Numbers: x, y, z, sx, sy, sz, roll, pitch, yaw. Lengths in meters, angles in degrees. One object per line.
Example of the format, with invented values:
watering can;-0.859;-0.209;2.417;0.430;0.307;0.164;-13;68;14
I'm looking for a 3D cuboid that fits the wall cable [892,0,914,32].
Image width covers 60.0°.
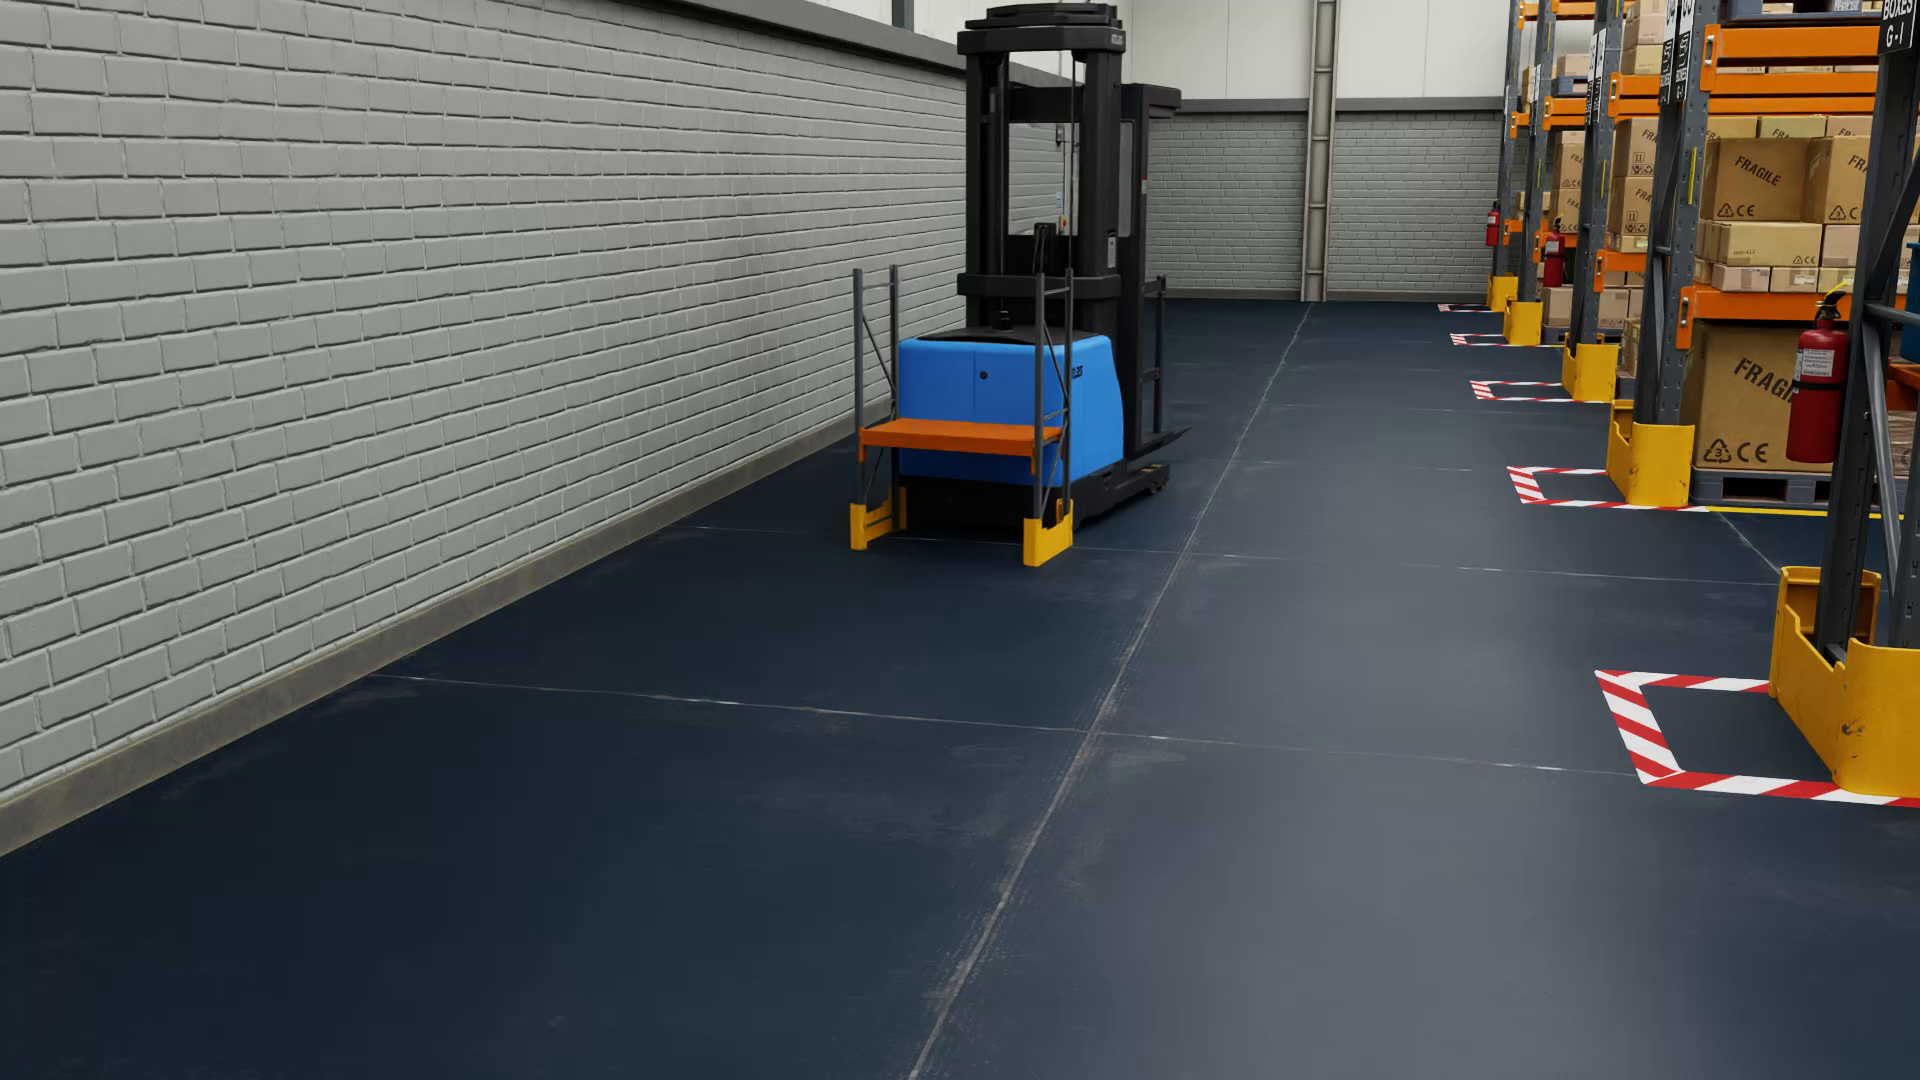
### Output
wall cable;-0.238;-7.306;13.959;0.120;5.999;2.277;3;13;14

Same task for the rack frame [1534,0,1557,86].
rack frame;6.800;-6.801;19.111;0.127;3.000;1.000;3;13;14

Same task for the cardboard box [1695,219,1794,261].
cardboard box;4.960;-1.891;10.490;0.500;0.250;0.500;3;13;13

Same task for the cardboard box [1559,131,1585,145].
cardboard box;7.079;-4.649;19.226;0.250;0.149;0.380;3;13;15

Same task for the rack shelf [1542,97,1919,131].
rack shelf;8.742;-4.881;19.046;4.000;0.370;1.077;3;13;14

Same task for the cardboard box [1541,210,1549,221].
cardboard box;8.497;-4.715;24.141;0.250;0.149;0.380;3;13;15

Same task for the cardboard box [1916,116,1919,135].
cardboard box;8.078;-3.323;14.061;0.500;0.500;0.500;3;13;15

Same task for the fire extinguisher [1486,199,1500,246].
fire extinguisher;7.732;-4.607;24.112;0.183;0.674;0.296;3;13;14

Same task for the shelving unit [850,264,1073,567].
shelving unit;0.011;-0.694;8.899;1.083;1.500;0.587;5;14;22

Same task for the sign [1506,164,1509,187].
sign;7.856;-5.225;23.858;0.005;0.325;0.100;3;13;14

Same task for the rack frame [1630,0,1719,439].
rack frame;4.426;-1.788;10.368;0.127;3.000;1.000;3;13;14

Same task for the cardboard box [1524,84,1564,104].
cardboard box;8.351;-6.372;23.763;0.500;0.250;0.500;3;13;13

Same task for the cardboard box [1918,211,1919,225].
cardboard box;5.817;-2.093;9.670;0.500;0.500;0.500;3;13;12

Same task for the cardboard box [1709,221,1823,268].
cardboard box;4.827;-1.778;9.984;0.500;0.250;0.500;3;13;12

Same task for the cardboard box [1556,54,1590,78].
cardboard box;7.259;-5.513;19.376;0.500;0.250;0.500;2;13;8

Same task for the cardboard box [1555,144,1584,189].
cardboard box;7.198;-4.324;19.260;0.500;0.500;0.500;3;13;12

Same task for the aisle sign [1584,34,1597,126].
aisle sign;5.713;-4.162;15.065;0.004;0.787;0.394;3;13;14

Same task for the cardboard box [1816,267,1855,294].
cardboard box;5.190;-1.551;9.881;0.250;0.149;0.380;3;13;12

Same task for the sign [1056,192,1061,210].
sign;1.249;-4.285;20.997;0.001;0.218;0.327;3;13;14

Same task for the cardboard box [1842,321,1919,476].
cardboard box;5.950;-0.892;10.266;0.875;0.875;0.875;3;13;14

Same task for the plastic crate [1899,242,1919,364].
plastic crate;3.609;-0.815;5.762;0.499;0.435;0.616;3;13;14

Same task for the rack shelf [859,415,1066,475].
rack shelf;0.020;-0.518;8.934;1.000;0.185;0.538;5;14;22

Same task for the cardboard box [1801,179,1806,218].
cardboard box;7.080;-2.888;14.408;0.500;0.500;0.500;3;13;14

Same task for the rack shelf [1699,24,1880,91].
rack shelf;6.368;-2.798;9.653;4.000;0.370;1.077;3;13;14

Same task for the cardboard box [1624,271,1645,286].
cardboard box;9.867;-3.748;24.004;0.500;0.500;0.500;3;13;15

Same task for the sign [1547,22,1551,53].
sign;6.661;-5.685;18.808;0.005;0.325;0.100;3;13;14

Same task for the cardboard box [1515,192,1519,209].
cardboard box;8.496;-5.020;24.594;0.500;0.250;0.500;3;13;15

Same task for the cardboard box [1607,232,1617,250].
cardboard box;6.097;-2.746;15.264;0.250;0.149;0.380;3;13;14

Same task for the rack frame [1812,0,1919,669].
rack frame;3.239;-0.747;5.673;0.127;3.000;1.000;3;13;14

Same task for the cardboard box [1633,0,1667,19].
cardboard box;5.972;-4.591;14.348;0.250;0.149;0.380;3;13;13

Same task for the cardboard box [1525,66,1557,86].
cardboard box;8.356;-6.621;23.730;0.500;0.250;0.500;3;13;13

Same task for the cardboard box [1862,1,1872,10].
cardboard box;7.473;-4.504;13.957;0.250;0.149;0.380;4;13;15

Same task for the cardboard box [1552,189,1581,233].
cardboard box;7.197;-3.836;19.366;0.500;0.500;0.500;3;13;13

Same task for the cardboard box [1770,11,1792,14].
cardboard box;7.071;-4.328;14.083;0.500;0.250;0.500;3;13;14

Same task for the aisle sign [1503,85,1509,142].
aisle sign;7.849;-6.127;23.923;0.004;0.787;0.394;3;13;14

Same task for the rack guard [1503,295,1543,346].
rack guard;6.777;-2.653;20.037;0.348;0.500;1.175;3;13;14

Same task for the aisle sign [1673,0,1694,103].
aisle sign;4.284;-2.998;9.819;0.004;0.787;0.394;3;13;14

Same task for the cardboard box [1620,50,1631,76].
cardboard box;6.217;-4.249;14.881;0.500;0.250;0.500;3;13;12

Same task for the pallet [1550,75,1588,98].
pallet;7.523;-5.257;19.282;1.213;0.211;1.003;3;13;14

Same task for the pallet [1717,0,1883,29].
pallet;5.149;-3.173;9.889;1.213;0.211;1.003;3;13;14

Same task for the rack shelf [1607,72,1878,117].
rack shelf;7.654;-3.835;14.331;4.000;0.370;1.077;3;13;14

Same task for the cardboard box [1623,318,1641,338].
cardboard box;6.287;-1.955;15.361;0.250;0.149;0.380;3;13;14

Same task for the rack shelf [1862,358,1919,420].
rack shelf;5.181;-0.292;5.284;4.000;0.370;1.077;3;13;14

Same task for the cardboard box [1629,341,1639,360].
cardboard box;6.159;-1.703;14.911;0.250;0.149;0.380;4;13;16

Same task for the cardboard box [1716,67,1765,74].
cardboard box;6.597;-4.112;14.262;0.500;0.250;0.500;3;13;15

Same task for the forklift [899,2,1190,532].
forklift;0.704;-1.754;10.372;1.130;2.935;3.031;6;14;24

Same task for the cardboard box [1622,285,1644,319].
cardboard box;8.355;-2.767;19.727;0.875;0.438;0.875;3;13;15

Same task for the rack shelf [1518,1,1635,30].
rack shelf;9.928;-7.388;23.427;4.000;0.370;1.077;3;13;14

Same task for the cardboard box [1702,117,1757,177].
cardboard box;6.576;-3.404;14.426;0.500;0.500;0.500;3;13;15

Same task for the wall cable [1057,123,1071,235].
wall cable;1.320;-4.671;20.944;0.123;1.953;0.585;3;13;14
